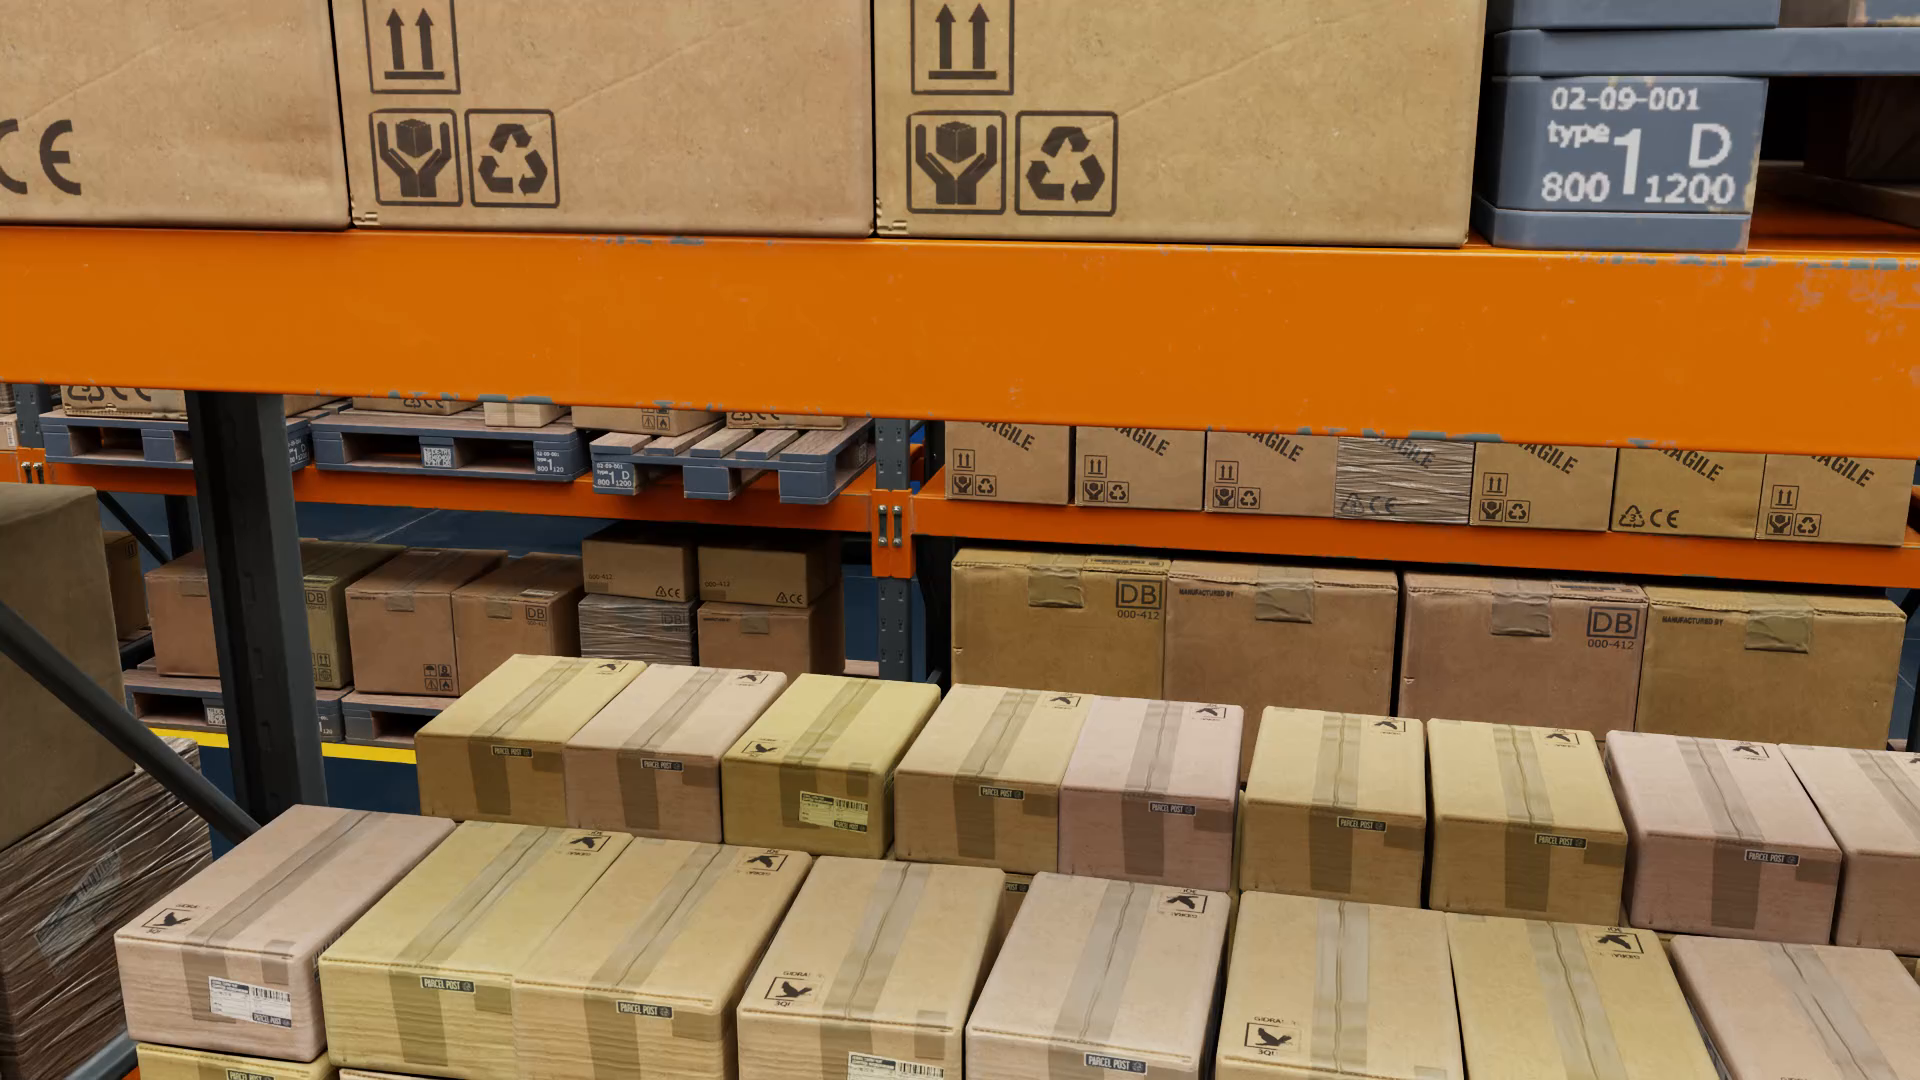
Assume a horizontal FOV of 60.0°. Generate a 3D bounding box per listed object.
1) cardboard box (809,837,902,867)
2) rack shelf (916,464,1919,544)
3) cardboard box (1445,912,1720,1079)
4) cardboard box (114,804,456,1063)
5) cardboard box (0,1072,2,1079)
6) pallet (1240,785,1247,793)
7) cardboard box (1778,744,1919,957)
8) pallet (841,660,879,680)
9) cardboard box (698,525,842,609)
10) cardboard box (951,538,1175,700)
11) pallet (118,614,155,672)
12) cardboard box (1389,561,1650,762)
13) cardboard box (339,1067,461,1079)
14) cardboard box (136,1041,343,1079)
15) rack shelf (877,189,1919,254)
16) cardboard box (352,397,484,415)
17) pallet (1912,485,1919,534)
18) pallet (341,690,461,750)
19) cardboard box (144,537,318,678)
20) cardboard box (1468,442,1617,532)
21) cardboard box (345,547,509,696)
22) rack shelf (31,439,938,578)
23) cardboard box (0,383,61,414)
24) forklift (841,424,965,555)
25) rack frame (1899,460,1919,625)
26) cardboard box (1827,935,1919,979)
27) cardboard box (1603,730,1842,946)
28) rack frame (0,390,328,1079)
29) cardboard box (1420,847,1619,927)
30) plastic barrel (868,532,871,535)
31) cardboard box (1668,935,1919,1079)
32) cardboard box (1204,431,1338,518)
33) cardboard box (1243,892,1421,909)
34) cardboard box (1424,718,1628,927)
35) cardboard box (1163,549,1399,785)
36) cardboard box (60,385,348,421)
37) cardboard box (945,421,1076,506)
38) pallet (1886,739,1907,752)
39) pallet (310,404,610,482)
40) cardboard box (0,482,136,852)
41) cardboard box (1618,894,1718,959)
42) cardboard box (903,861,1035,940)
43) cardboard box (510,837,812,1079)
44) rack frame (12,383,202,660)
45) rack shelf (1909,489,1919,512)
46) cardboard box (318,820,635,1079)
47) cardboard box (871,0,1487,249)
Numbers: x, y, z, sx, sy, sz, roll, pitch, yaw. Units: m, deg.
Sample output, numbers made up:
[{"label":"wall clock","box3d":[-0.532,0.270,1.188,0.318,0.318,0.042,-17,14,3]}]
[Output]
[{"label":"cardboard box","box3d":[-0.175,0.498,2.703,0.250,0.149,0.380,3,16,12]},{"label":"rack shelf","box3d":[1.777,-0.145,6.878,3.809,0.124,0.919,3,16,11]},{"label":"cardboard box","box3d":[0.676,0.579,1.851,0.270,0.149,0.393,4,16,13]},{"label":"cardboard box","box3d":[-0.852,0.496,2.153,0.250,0.149,0.380,3,16,11]},{"label":"cardboard box","box3d":[-1.961,0.702,2.650,1.009,0.500,1.038,3,16,11]},{"label":"pallet","box3d":[1.766,0.967,7.105,1.213,0.211,1.003,3,16,11]},{"label":"cardboard box","box3d":[1.335,0.437,2.366,0.250,0.149,0.380,3,16,11]},{"label":"pallet","box3d":[-0.949,0.798,7.716,1.213,0.211,1.003,3,16,11]},{"label":"cardboard box","box3d":[-0.846,0.100,7.467,0.500,0.250,0.500,4,16,13]},{"label":"cardboard box","box3d":[0.489,0.360,7.268,0.875,0.875,1.225,2,16,8]},{"label":"pallet","box3d":[-4.768,0.601,8.428,1.213,0.211,1.003,3,16,11]},{"label":"cardboard box","box3d":[2.230,0.454,6.926,0.875,0.875,1.225,3,16,9]},{"label":"cardboard box","box3d":[-0.571,0.656,2.133,0.250,0.149,0.380,4,16,14]},{"label":"cardboard box","box3d":[-0.837,0.642,2.183,0.250,0.149,0.380,4,16,14]},{"label":"rack shelf","box3d":[0.689,-0.298,1.813,3.809,0.124,0.919,3,16,11]},{"label":"cardboard box","box3d":[-2.386,-0.901,7.645,0.637,0.503,0.797,5,16,17]},{"label":"pallet","box3d":[6.651,-0.150,11.137,1.213,0.211,1.003,3,16,11]},{"label":"pallet","box3d":[-2.140,0.732,7.952,1.213,0.211,1.003,3,16,11]},{"label":"cardboard box","box3d":[-3.505,0.314,8.097,0.500,0.500,0.700,2,16,7]},{"label":"cardboard box","box3d":[2.227,-0.347,6.438,0.500,0.500,0.500,3,16,10]},{"label":"cardboard box","box3d":[-2.493,0.374,7.881,0.500,0.500,0.700,2,16,6]},{"label":"rack shelf","box3d":[-2.143,-0.264,7.672,4.000,0.370,1.077,3,16,11]},{"label":"cardboard box","box3d":[-4.531,-0.948,8.052,0.500,0.500,0.875,3,16,11]},{"label":"forklift","box3d":[-18.153,-4.179,20.755,39.197,2.843,19.219,1,16,5]},{"label":"rack frame","box3d":[3.736,-0.290,6.421,0.053,2.616,0.949,3,16,11]},{"label":"cardboard box","box3d":[1.328,0.581,2.403,0.250,0.149,0.380,4,16,13]},{"label":"cardboard box","box3d":[1.088,0.423,2.415,0.250,0.149,0.380,4,16,13]},{"label":"rack frame","box3d":[-1.270,0.788,2.527,0.127,3.000,1.000,3,16,11]},{"label":"cardboard box","box3d":[0.822,0.552,2.505,0.250,0.149,0.380,3,16,10]},{"label":"plastic barrel","box3d":[-0.335,-1.443,10.532,0.517,2.708,0.905,3,16,11]},{"label":"cardboard box","box3d":[0.940,0.593,1.801,0.250,0.149,0.380,2,16,9]},{"label":"cardboard box","box3d":[1.248,-0.402,6.637,0.500,0.500,0.500,3,16,10]},{"label":"cardboard box","box3d":[0.569,0.539,2.555,0.250,0.149,0.380,4,16,12]},{"label":"cardboard box","box3d":[0.823,0.410,2.463,0.250,0.149,0.380,4,16,13]},{"label":"cardboard box","box3d":[1.361,0.409,7.089,0.875,0.875,1.225,3,16,11]},{"label":"cardboard box","box3d":[-3.352,-1.129,7.539,1.000,1.000,1.000,3,16,11]},{"label":"cardboard box","box3d":[0.239,-0.455,6.828,0.500,0.500,0.500,4,16,13]},{"label":"pallet","box3d":[4.466,1.114,6.576,1.213,0.211,1.003,3,16,11]},{"label":"pallet","box3d":[-2.131,-0.506,7.559,1.213,0.211,1.003,3,16,11]},{"label":"cardboard box","box3d":[-1.708,0.232,2.476,0.500,0.500,0.700,3,16,11]},{"label":"cardboard box","box3d":[1.068,0.567,2.454,0.250,0.149,0.380,3,16,10]},{"label":"cardboard box","box3d":[0.070,0.511,2.654,0.250,0.149,0.380,3,16,11]},{"label":"cardboard box","box3d":[-0.353,0.523,2.053,0.250,0.149,0.380,3,16,11]},{"label":"rack frame","box3d":[-4.103,-0.717,7.960,0.127,3.000,1.000,3,16,11]},{"label":"rack shelf","box3d":[5.697,0.033,6.100,3.809,0.052,0.919,3,16,11]},{"label":"cardboard box","box3d":[-0.592,0.509,2.105,0.250,0.149,0.380,3,16,10]},{"label":"cardboard box","box3d":[0.219,-0.556,1.572,0.500,0.500,0.500,3,16,11]}]
